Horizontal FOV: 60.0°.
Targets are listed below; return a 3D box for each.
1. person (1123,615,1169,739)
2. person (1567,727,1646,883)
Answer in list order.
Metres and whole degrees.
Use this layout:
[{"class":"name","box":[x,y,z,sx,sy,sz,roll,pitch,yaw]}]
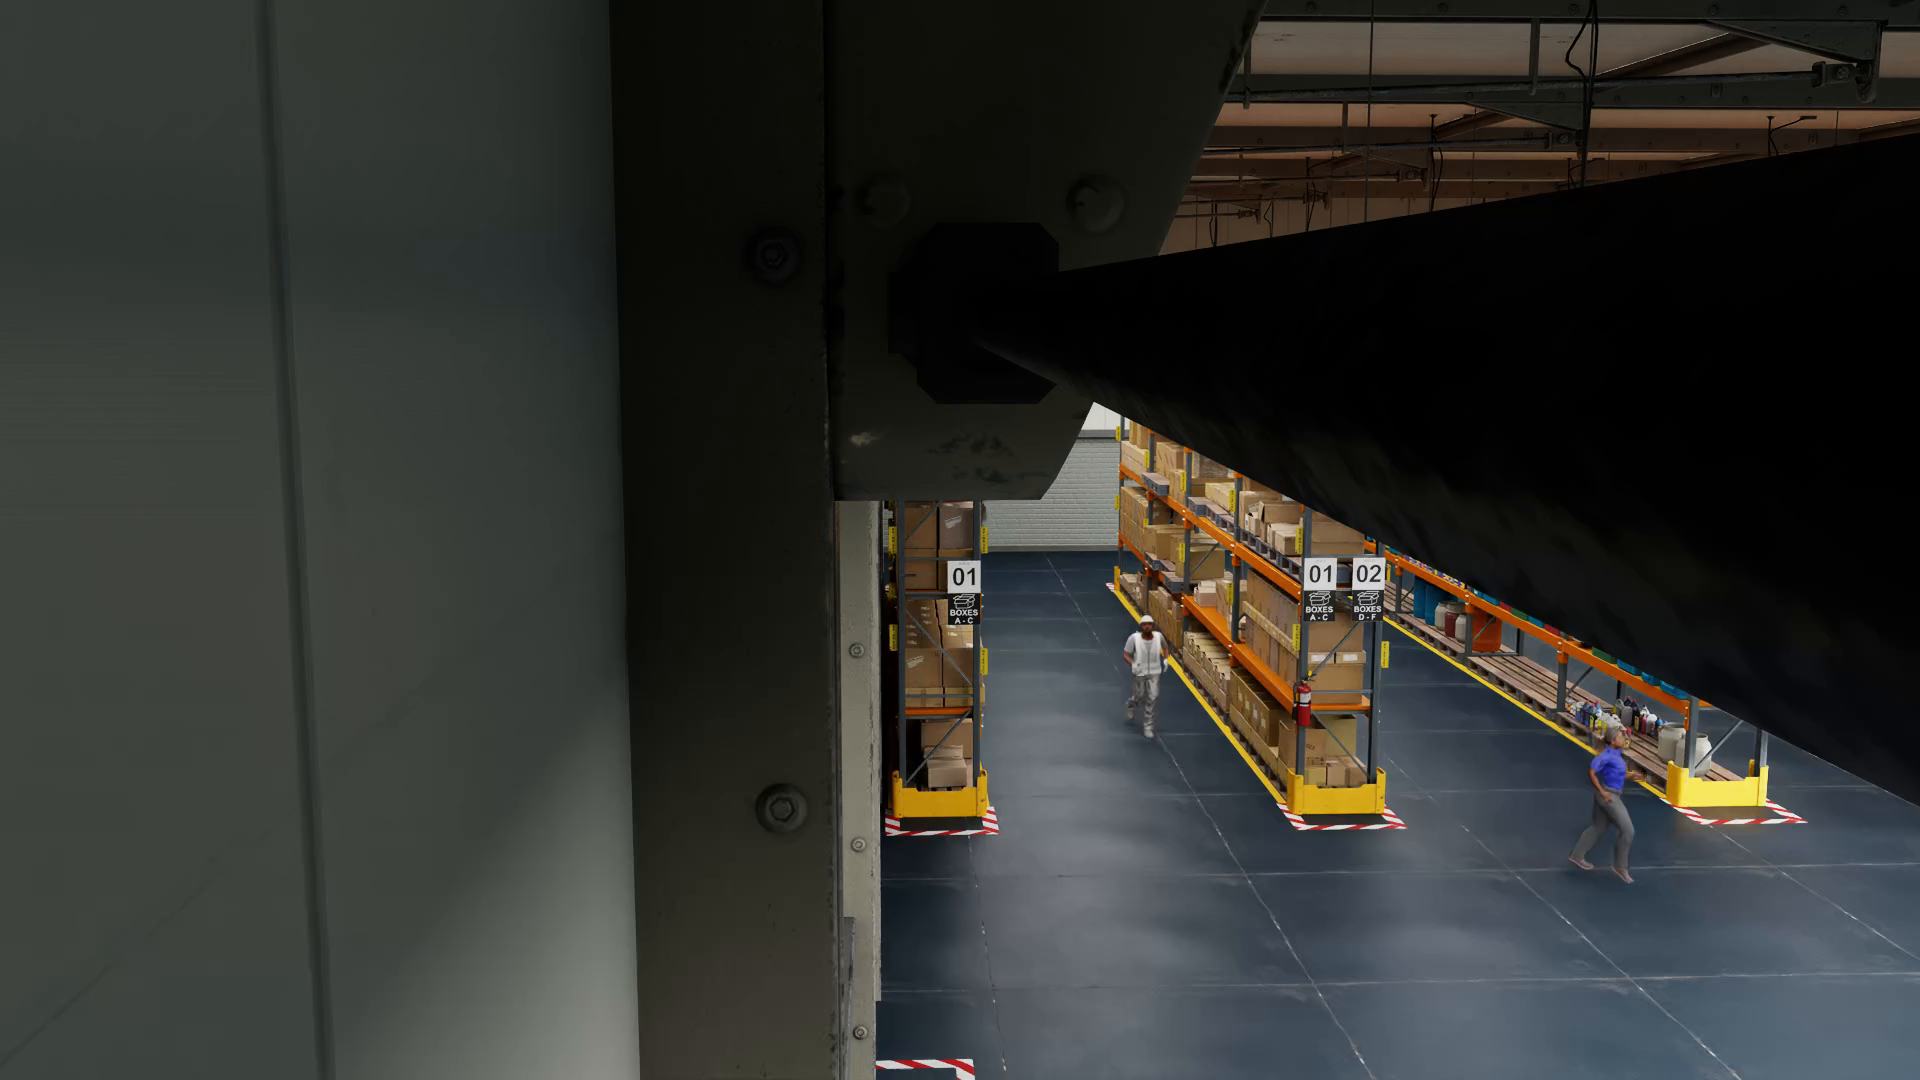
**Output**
[{"class":"person","box":[2.736,1.964,24.441,0.689,1.776,0.855,-1,8,-5]},{"class":"person","box":[7.122,2.904,18.304,0.770,1.721,0.558,3,9,18]}]
